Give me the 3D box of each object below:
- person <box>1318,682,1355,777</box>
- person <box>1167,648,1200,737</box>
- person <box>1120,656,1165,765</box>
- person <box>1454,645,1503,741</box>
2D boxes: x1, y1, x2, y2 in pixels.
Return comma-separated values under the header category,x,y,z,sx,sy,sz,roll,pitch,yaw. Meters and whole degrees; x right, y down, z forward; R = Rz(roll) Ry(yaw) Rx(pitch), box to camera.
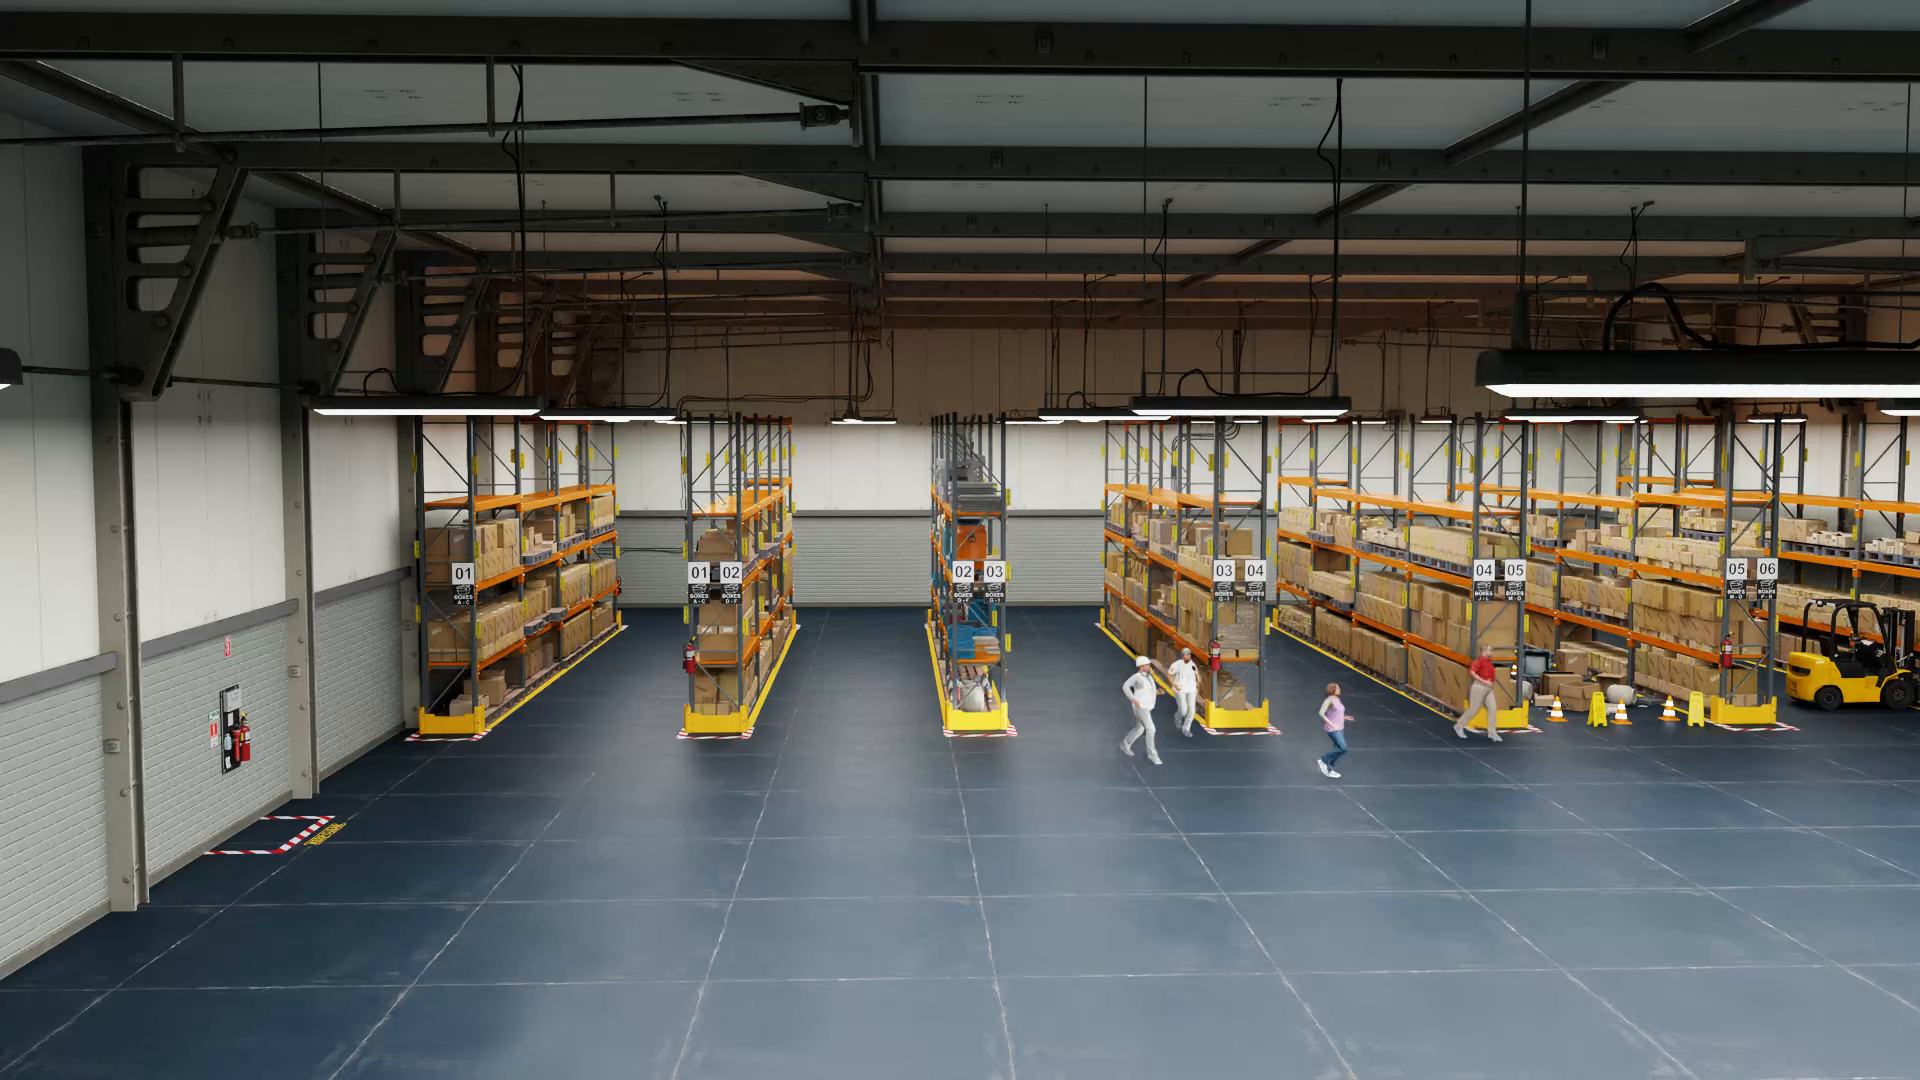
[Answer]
category,x,y,z,sx,sy,sz,roll,pitch,yaw
person,6.148,3.097,27.070,0.500,1.554,0.531,2,5,31
person,4.177,2.818,30.928,0.639,1.638,0.530,-1,4,-14
person,3.117,2.896,28.465,0.845,1.827,0.647,2,4,28
person,9.612,2.777,30.485,0.715,1.716,0.913,-4,5,-43
